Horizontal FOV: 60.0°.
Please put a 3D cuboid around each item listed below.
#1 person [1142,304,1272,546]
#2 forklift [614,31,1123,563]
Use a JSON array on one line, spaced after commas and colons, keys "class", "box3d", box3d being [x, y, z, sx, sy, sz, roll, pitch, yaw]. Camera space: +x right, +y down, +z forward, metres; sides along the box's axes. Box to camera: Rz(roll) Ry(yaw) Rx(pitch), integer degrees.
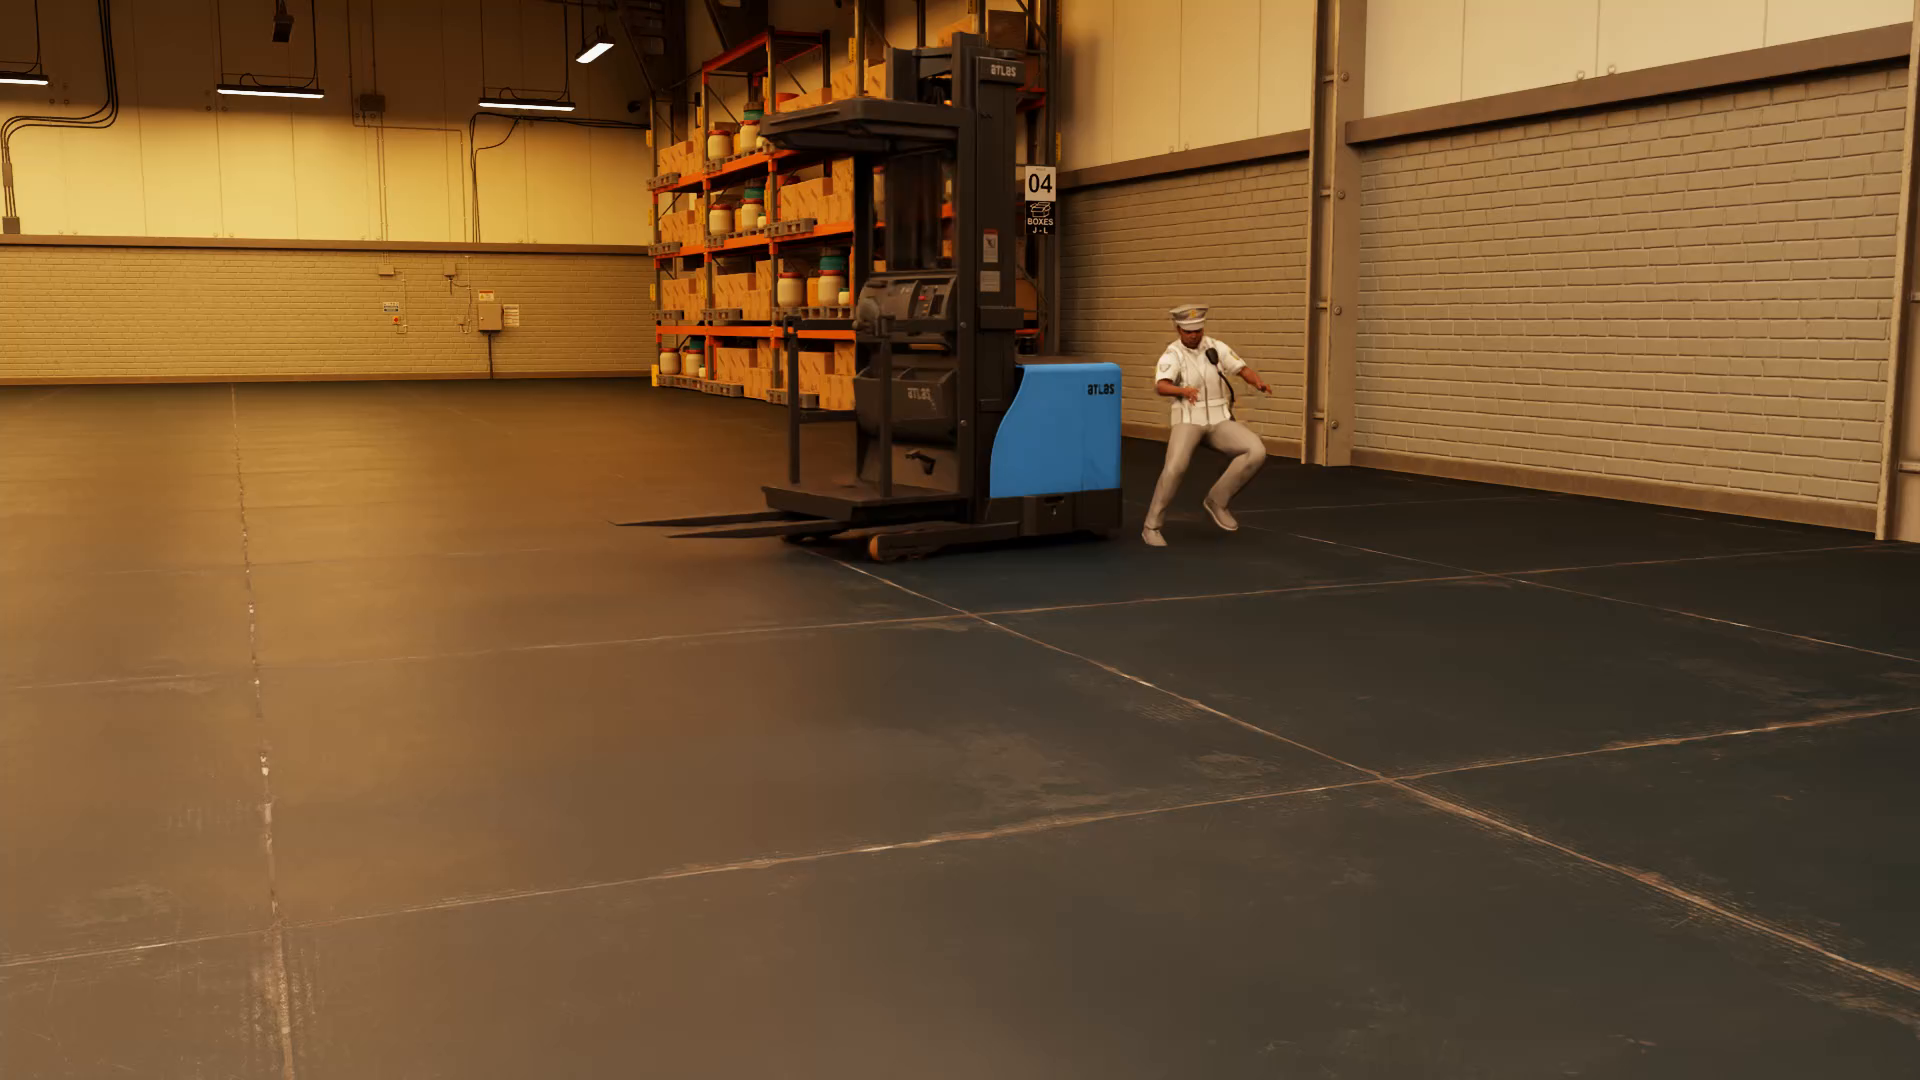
[{"class": "person", "box3d": [1.471, -0.696, 10.072, 0.778, 1.460, 0.743, -2, 8, -13]}, {"class": "forklift", "box3d": [-0.488, -1.404, 9.592, 3.031, 2.935, 1.130, -5, 9, -36]}]
